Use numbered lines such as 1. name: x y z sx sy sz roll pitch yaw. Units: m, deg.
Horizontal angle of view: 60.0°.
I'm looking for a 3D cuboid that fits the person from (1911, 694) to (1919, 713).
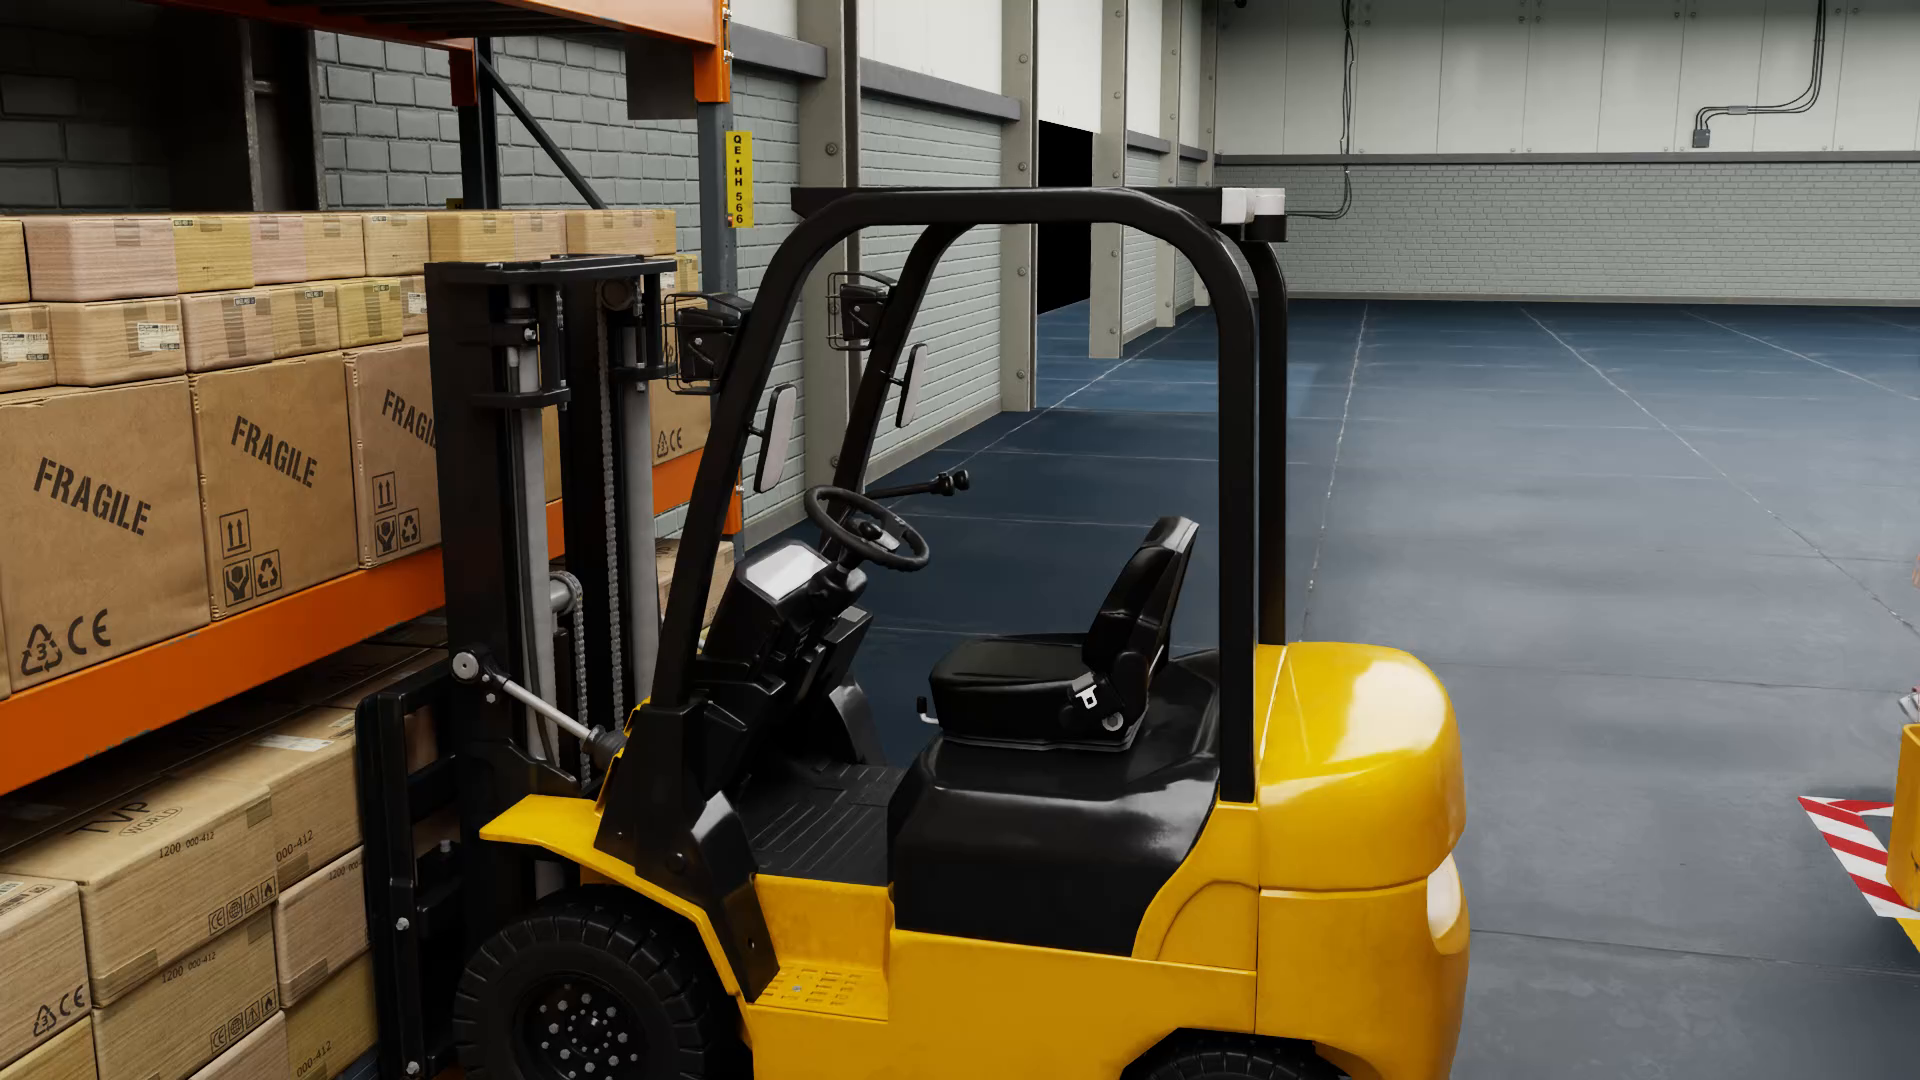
1. person: 3.874 0.056 6.122 0.701 1.652 0.447 0 12 0
